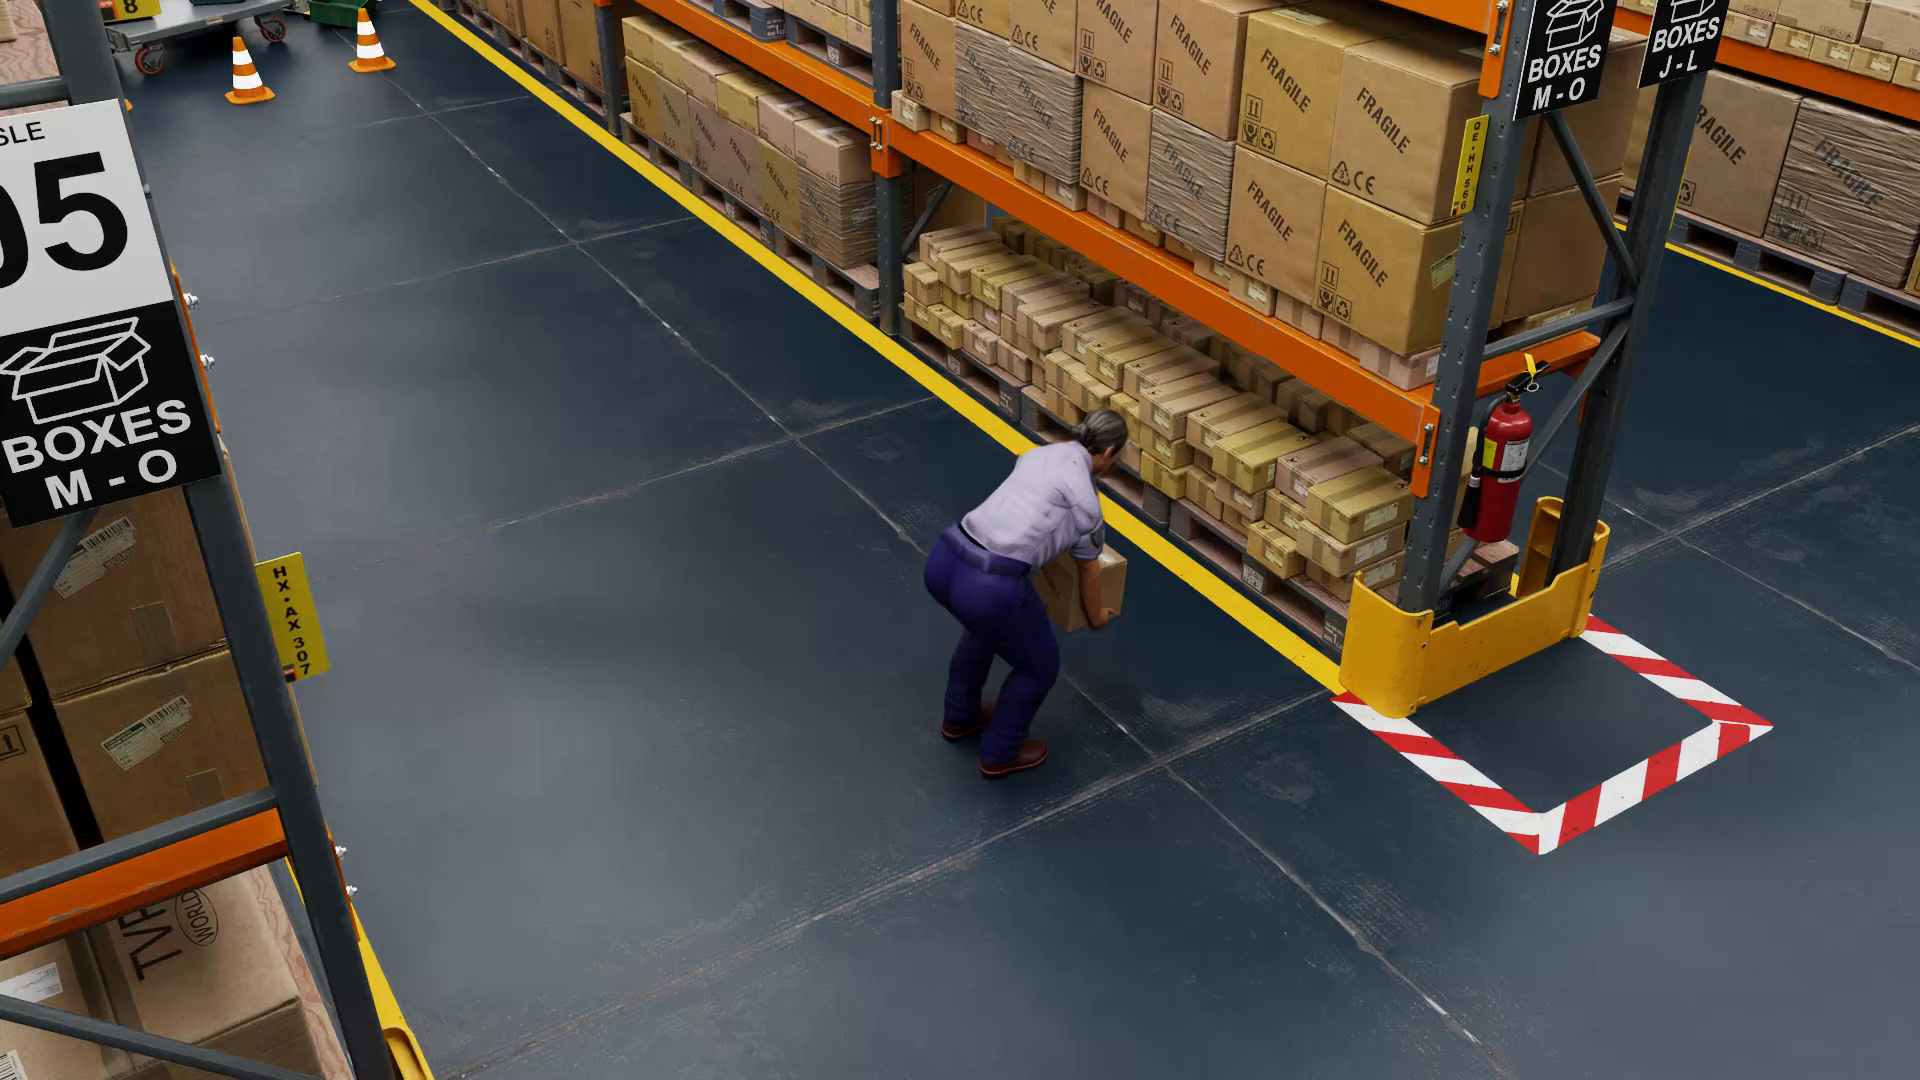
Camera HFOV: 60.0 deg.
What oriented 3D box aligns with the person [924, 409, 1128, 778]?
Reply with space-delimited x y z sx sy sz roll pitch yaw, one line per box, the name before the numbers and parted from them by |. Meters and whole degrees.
person | 0.269 0.200 6.174 0.815 1.294 0.466 -20 38 -28
